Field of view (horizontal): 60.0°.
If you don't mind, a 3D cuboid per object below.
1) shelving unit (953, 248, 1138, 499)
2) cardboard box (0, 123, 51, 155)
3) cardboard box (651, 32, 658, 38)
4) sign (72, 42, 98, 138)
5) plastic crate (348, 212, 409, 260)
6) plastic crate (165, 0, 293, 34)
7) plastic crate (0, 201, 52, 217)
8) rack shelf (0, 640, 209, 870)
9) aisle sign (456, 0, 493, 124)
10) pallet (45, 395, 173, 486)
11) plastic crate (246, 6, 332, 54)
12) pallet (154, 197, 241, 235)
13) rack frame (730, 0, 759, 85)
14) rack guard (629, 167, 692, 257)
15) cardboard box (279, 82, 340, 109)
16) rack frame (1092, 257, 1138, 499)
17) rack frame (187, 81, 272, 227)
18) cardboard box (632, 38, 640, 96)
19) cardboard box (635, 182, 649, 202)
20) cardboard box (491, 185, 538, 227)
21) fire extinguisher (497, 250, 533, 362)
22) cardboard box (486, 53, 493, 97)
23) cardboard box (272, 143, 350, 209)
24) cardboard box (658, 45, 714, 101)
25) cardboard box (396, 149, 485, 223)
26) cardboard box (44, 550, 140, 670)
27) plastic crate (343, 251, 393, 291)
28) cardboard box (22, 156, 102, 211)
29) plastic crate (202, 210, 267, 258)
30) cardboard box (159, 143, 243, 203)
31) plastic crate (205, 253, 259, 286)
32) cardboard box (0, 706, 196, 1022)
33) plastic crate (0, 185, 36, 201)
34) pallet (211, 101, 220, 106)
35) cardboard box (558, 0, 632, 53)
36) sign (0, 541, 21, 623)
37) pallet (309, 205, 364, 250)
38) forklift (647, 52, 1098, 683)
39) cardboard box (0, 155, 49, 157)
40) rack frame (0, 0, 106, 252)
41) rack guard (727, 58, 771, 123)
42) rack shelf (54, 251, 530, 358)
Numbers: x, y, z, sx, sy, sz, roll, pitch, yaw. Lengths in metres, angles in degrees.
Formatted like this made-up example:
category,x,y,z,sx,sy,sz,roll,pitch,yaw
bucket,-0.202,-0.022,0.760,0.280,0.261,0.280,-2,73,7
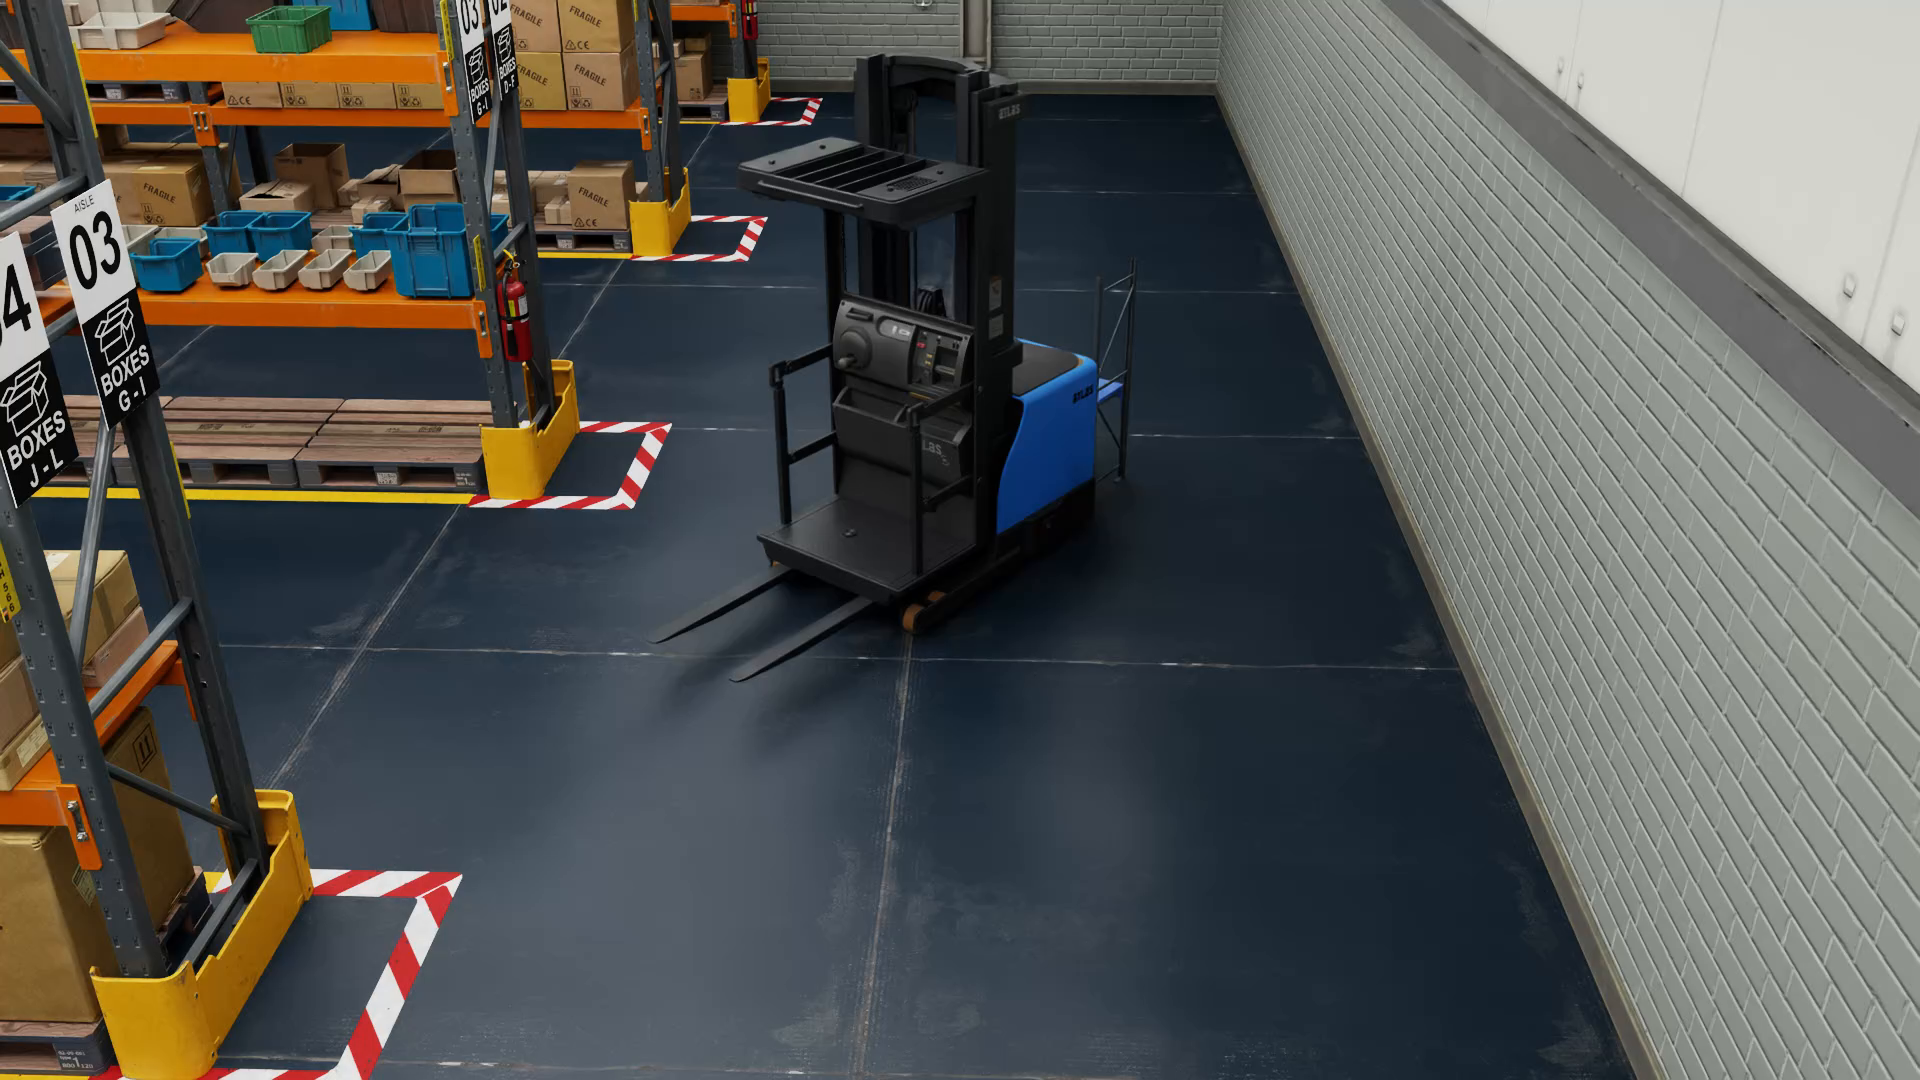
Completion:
category,x,y,z,sx,sy,sz,roll,pitch,yaw
shelving unit,0.528,-1.126,10.761,1.048,1.500,0.538,17,31,29
cardboard box,-8.683,-3.806,15.625,0.500,0.250,0.500,0,28,1
cardboard box,-3.617,-5.923,19.748,0.250,0.149,0.380,1,28,2
sign,-3.038,-1.541,5.734,0.005,0.325,0.100,1,28,2
plastic crate,-3.782,-1.975,10.888,0.300,0.233,0.416,1,28,2
plastic crate,-4.406,-3.305,10.146,0.767,0.338,0.504,1,28,2
plastic crate,-6.003,-1.842,10.390,0.583,0.464,0.402,1,28,2
rack shelf,-5.062,0.750,6.401,4.000,0.370,1.077,1,28,2
aisle sign,-2.827,-2.864,9.674,0.004,0.787,0.394,1,28,2
pallet,-6.150,-0.693,11.333,1.213,0.211,1.003,1,28,2
plastic crate,-3.885,-2.968,9.669,0.336,0.188,0.450,1,28,2
pallet,-7.522,-3.002,15.687,1.213,0.211,1.003,1,28,2
rack frame,-2.539,-6.491,19.291,0.127,3.000,1.000,1,28,2
rack guard,-2.786,-3.069,15.505,0.348,0.500,1.175,1,28,2
cardboard box,-5.696,-4.139,14.749,0.500,0.500,0.500,1,28,3
rack frame,0.956,-0.997,10.518,0.032,1.500,0.500,17,31,29
rack frame,-6.708,-4.238,15.042,0.127,3.000,1.000,1,28,2
cardboard box,-3.144,-4.347,15.140,0.500,0.500,0.500,2,28,3
cardboard box,-3.117,-3.274,15.798,0.250,0.149,0.380,1,28,2
cardboard box,-4.211,-3.075,15.314,0.500,0.250,0.500,1,28,2
fire extinguisher,-2.754,-1.439,10.243,0.183,0.674,0.296,1,28,2
cardboard box,-4.184,-4.114,14.701,0.500,0.500,0.500,1,28,2
cardboard box,-6.128,-3.451,15.757,0.500,0.500,0.500,1,28,2
cardboard box,-3.242,-5.536,19.712,0.500,0.500,0.700,1,28,2
cardboard box,-4.830,-3.301,15.469,0.637,0.503,0.797,1,28,2
cardboard box,-3.534,0.266,6.389,0.500,0.250,0.500,0,28,0
plastic crate,-3.710,-1.692,10.457,0.243,0.136,0.396,1,28,2
cardboard box,-8.206,-3.222,15.325,0.500,0.500,0.500,1,28,2
plastic crate,-4.740,-1.991,10.917,0.300,0.233,0.416,1,28,2
cardboard box,-7.183,-3.450,15.755,0.500,0.500,0.500,0,28,-1
plastic crate,-4.575,-1.693,10.459,0.250,0.136,0.298,1,28,2
cardboard box,-3.706,1.245,6.519,0.875,0.875,0.875,1,28,2
plastic crate,-6.408,-2.091,10.945,0.575,0.384,0.392,1,28,2
pallet,-8.533,-5.321,20.062,1.213,0.211,1.003,1,28,2
cardboard box,-3.165,-4.536,14.431,0.500,0.500,0.500,1,28,1
sign,-3.097,0.103,5.365,0.005,0.325,0.100,1,28,2
pallet,-6.021,-2.994,15.673,1.213,0.211,1.003,1,28,2
forklift,-0.459,-1.032,9.067,1.130,2.935,3.031,20,34,33
cardboard box,-8.720,-3.474,15.800,0.500,0.500,0.500,0,28,0
rack frame,-3.064,-2.186,4.765,0.127,3.000,1.000,1,28,2
rack guard,-2.515,-5.386,19.876,0.348,0.500,1.175,1,28,2
rack shelf,-4.888,-1.569,10.774,4.000,0.370,1.077,1,28,2
